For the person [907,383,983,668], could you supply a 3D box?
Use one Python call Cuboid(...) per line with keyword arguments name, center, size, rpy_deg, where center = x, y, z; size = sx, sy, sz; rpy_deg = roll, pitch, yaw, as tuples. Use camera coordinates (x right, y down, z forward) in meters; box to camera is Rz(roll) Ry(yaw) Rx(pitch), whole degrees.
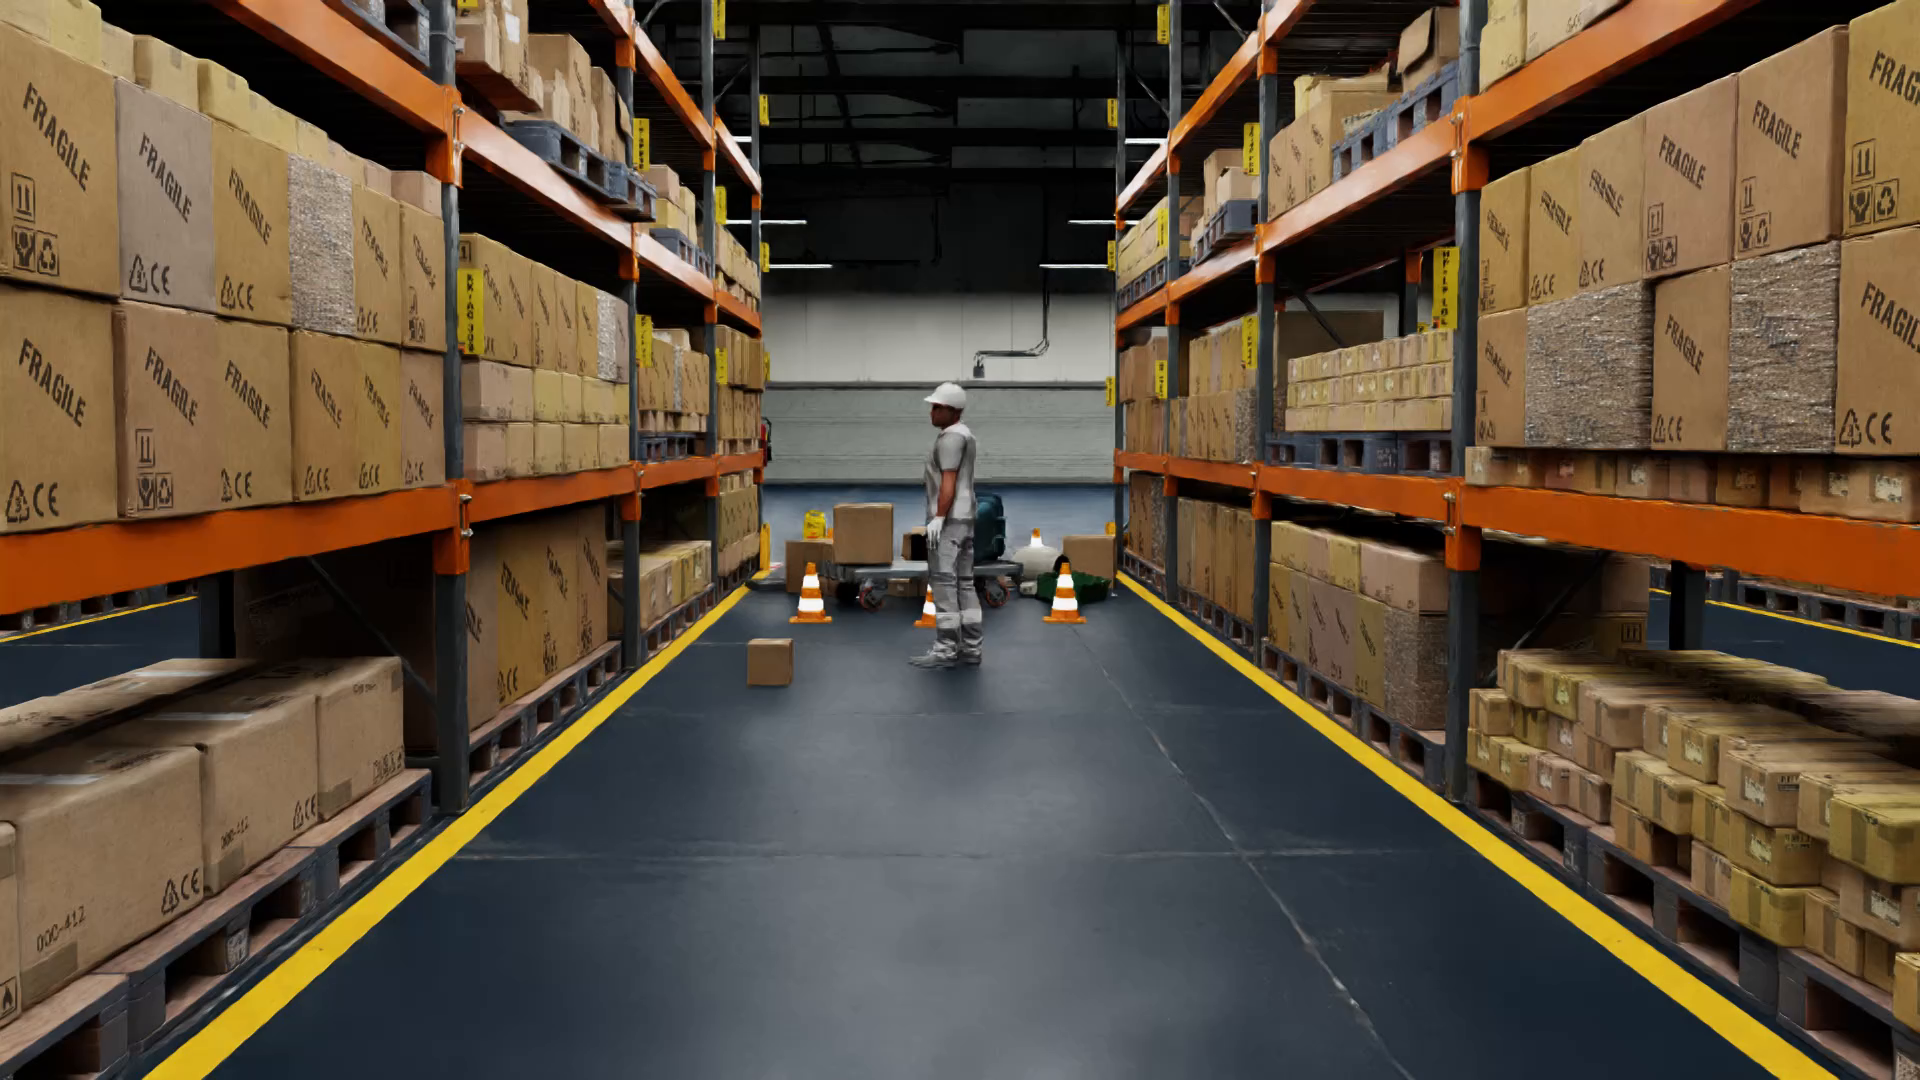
Cuboid(name="person", center=(-0.085, -0.096, 10.525), size=(0.414, 1.791, 0.622), rpy_deg=(1, 4, 14))
